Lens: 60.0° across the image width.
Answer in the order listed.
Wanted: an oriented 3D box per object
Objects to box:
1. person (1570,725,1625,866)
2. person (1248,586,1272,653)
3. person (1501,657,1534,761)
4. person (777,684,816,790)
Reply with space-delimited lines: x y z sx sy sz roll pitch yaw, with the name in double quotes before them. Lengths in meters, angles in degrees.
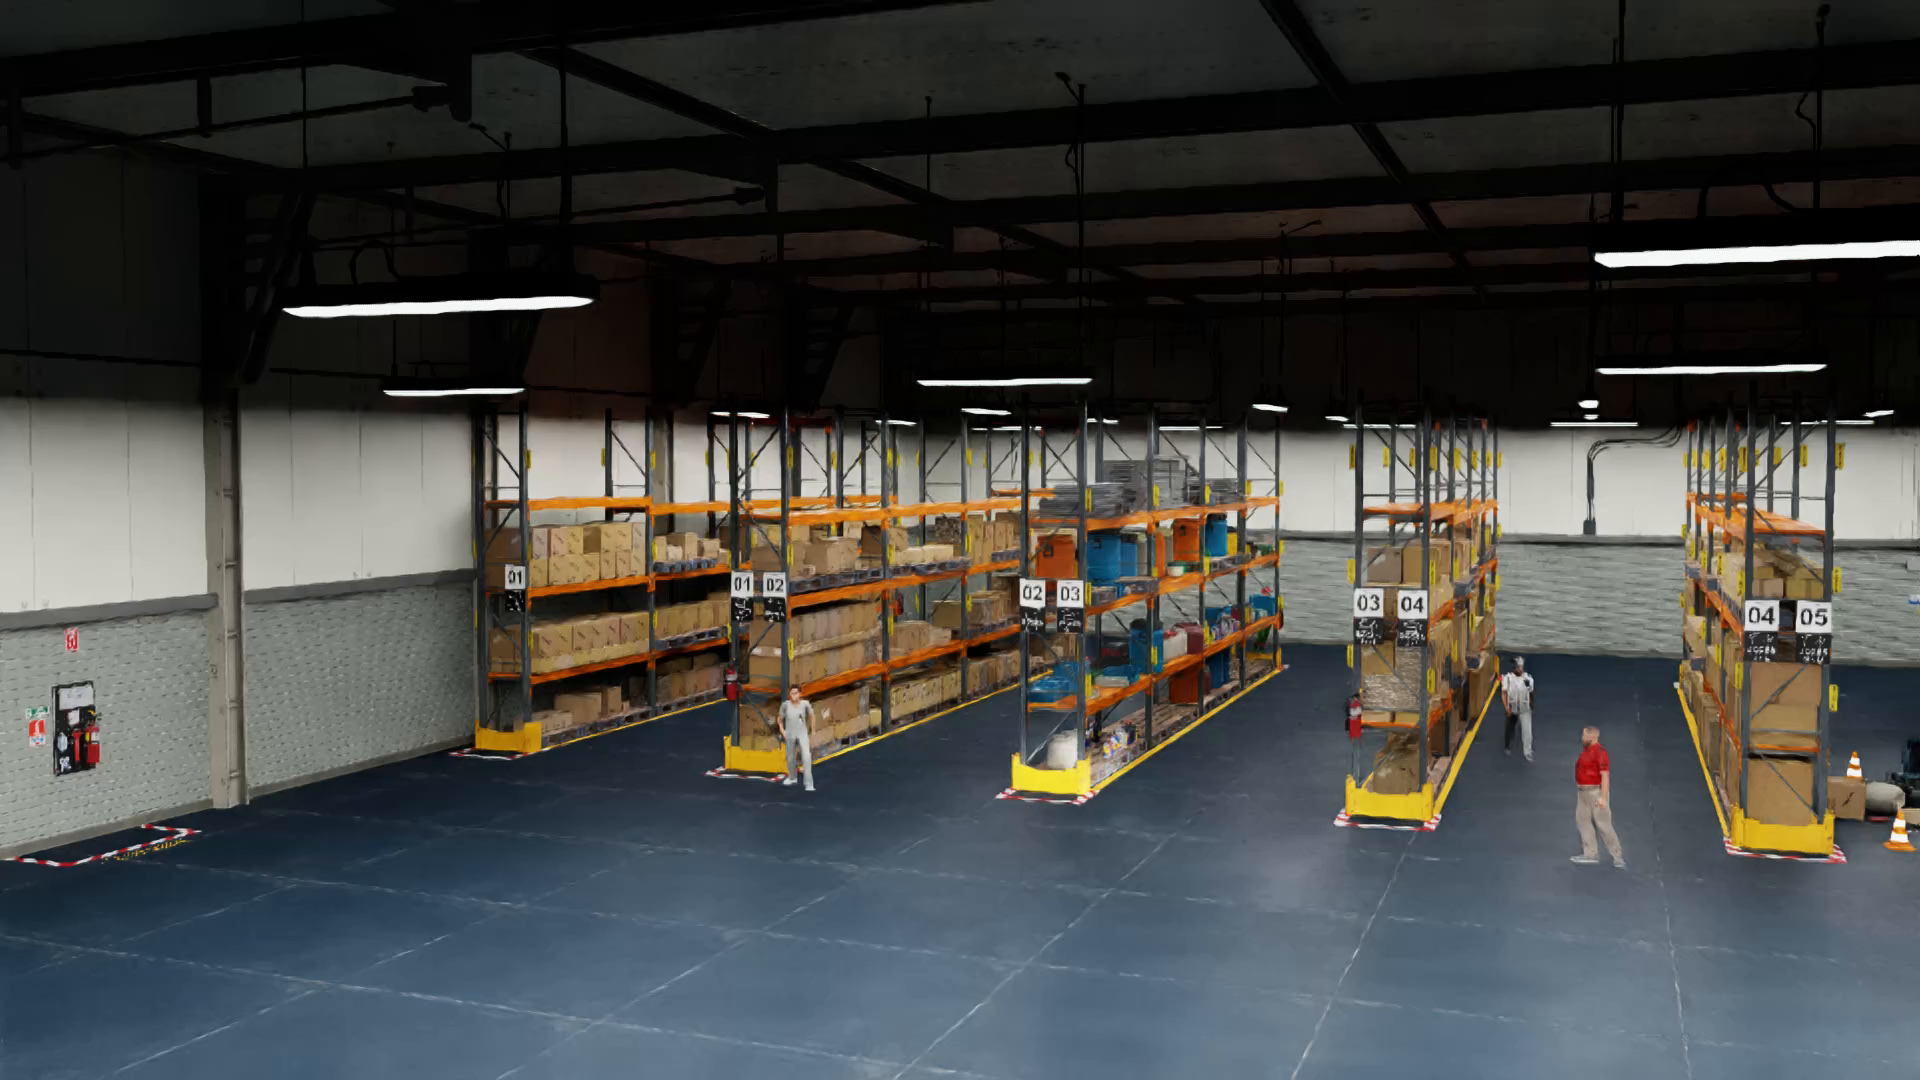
"person" 7.898 3.149 20.556 0.559 1.716 0.653 0 3 -6
"person" 7.610 2.059 41.991 0.704 1.780 0.445 -2 4 -39
"person" 9.265 2.788 27.655 0.536 1.702 1.036 1 3 13
"person" -2.450 2.961 25.242 0.609 1.604 0.814 0 3 5
